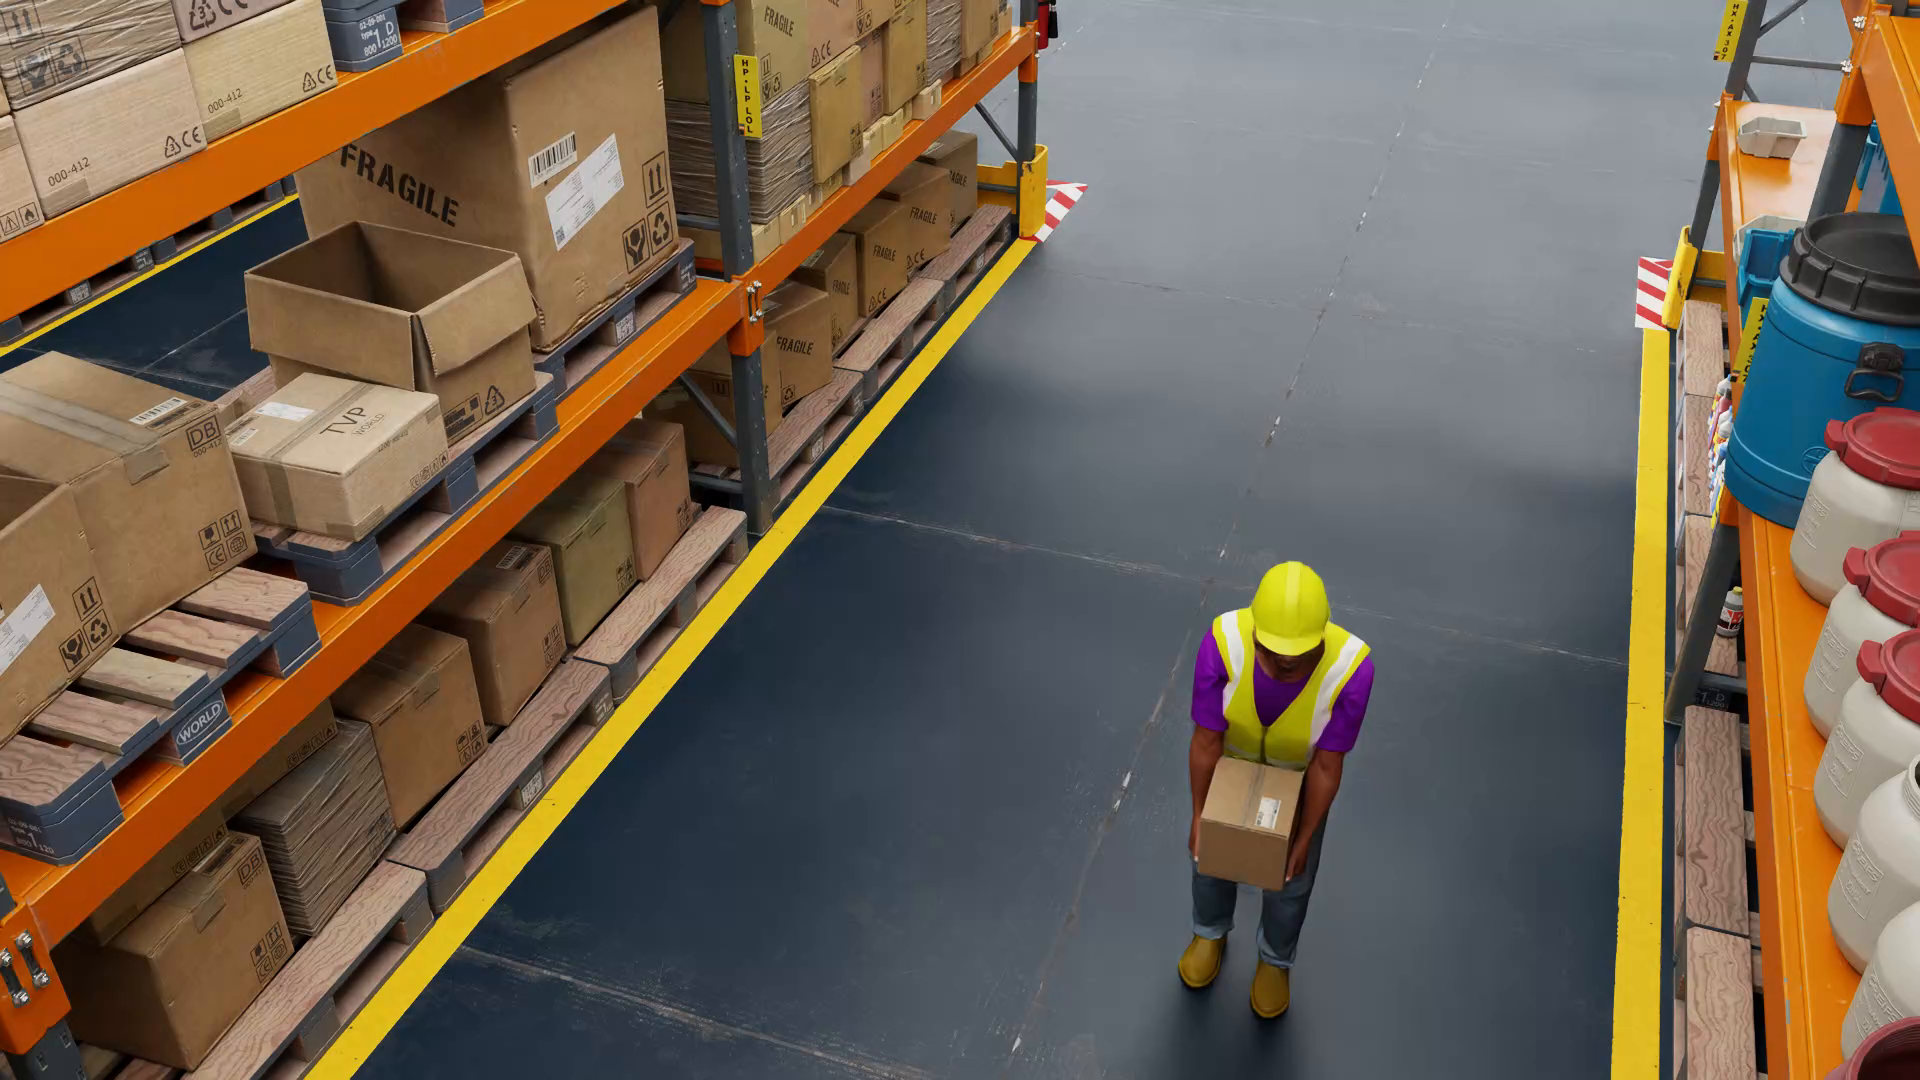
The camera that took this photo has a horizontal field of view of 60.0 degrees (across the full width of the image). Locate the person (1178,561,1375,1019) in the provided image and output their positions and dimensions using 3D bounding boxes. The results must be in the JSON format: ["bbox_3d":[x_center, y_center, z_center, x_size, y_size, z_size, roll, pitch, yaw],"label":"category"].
[{"bbox_3d":[0.929,0.747,5.012,0.498,1.718,0.611,10,35,16],"label":"person"}]
